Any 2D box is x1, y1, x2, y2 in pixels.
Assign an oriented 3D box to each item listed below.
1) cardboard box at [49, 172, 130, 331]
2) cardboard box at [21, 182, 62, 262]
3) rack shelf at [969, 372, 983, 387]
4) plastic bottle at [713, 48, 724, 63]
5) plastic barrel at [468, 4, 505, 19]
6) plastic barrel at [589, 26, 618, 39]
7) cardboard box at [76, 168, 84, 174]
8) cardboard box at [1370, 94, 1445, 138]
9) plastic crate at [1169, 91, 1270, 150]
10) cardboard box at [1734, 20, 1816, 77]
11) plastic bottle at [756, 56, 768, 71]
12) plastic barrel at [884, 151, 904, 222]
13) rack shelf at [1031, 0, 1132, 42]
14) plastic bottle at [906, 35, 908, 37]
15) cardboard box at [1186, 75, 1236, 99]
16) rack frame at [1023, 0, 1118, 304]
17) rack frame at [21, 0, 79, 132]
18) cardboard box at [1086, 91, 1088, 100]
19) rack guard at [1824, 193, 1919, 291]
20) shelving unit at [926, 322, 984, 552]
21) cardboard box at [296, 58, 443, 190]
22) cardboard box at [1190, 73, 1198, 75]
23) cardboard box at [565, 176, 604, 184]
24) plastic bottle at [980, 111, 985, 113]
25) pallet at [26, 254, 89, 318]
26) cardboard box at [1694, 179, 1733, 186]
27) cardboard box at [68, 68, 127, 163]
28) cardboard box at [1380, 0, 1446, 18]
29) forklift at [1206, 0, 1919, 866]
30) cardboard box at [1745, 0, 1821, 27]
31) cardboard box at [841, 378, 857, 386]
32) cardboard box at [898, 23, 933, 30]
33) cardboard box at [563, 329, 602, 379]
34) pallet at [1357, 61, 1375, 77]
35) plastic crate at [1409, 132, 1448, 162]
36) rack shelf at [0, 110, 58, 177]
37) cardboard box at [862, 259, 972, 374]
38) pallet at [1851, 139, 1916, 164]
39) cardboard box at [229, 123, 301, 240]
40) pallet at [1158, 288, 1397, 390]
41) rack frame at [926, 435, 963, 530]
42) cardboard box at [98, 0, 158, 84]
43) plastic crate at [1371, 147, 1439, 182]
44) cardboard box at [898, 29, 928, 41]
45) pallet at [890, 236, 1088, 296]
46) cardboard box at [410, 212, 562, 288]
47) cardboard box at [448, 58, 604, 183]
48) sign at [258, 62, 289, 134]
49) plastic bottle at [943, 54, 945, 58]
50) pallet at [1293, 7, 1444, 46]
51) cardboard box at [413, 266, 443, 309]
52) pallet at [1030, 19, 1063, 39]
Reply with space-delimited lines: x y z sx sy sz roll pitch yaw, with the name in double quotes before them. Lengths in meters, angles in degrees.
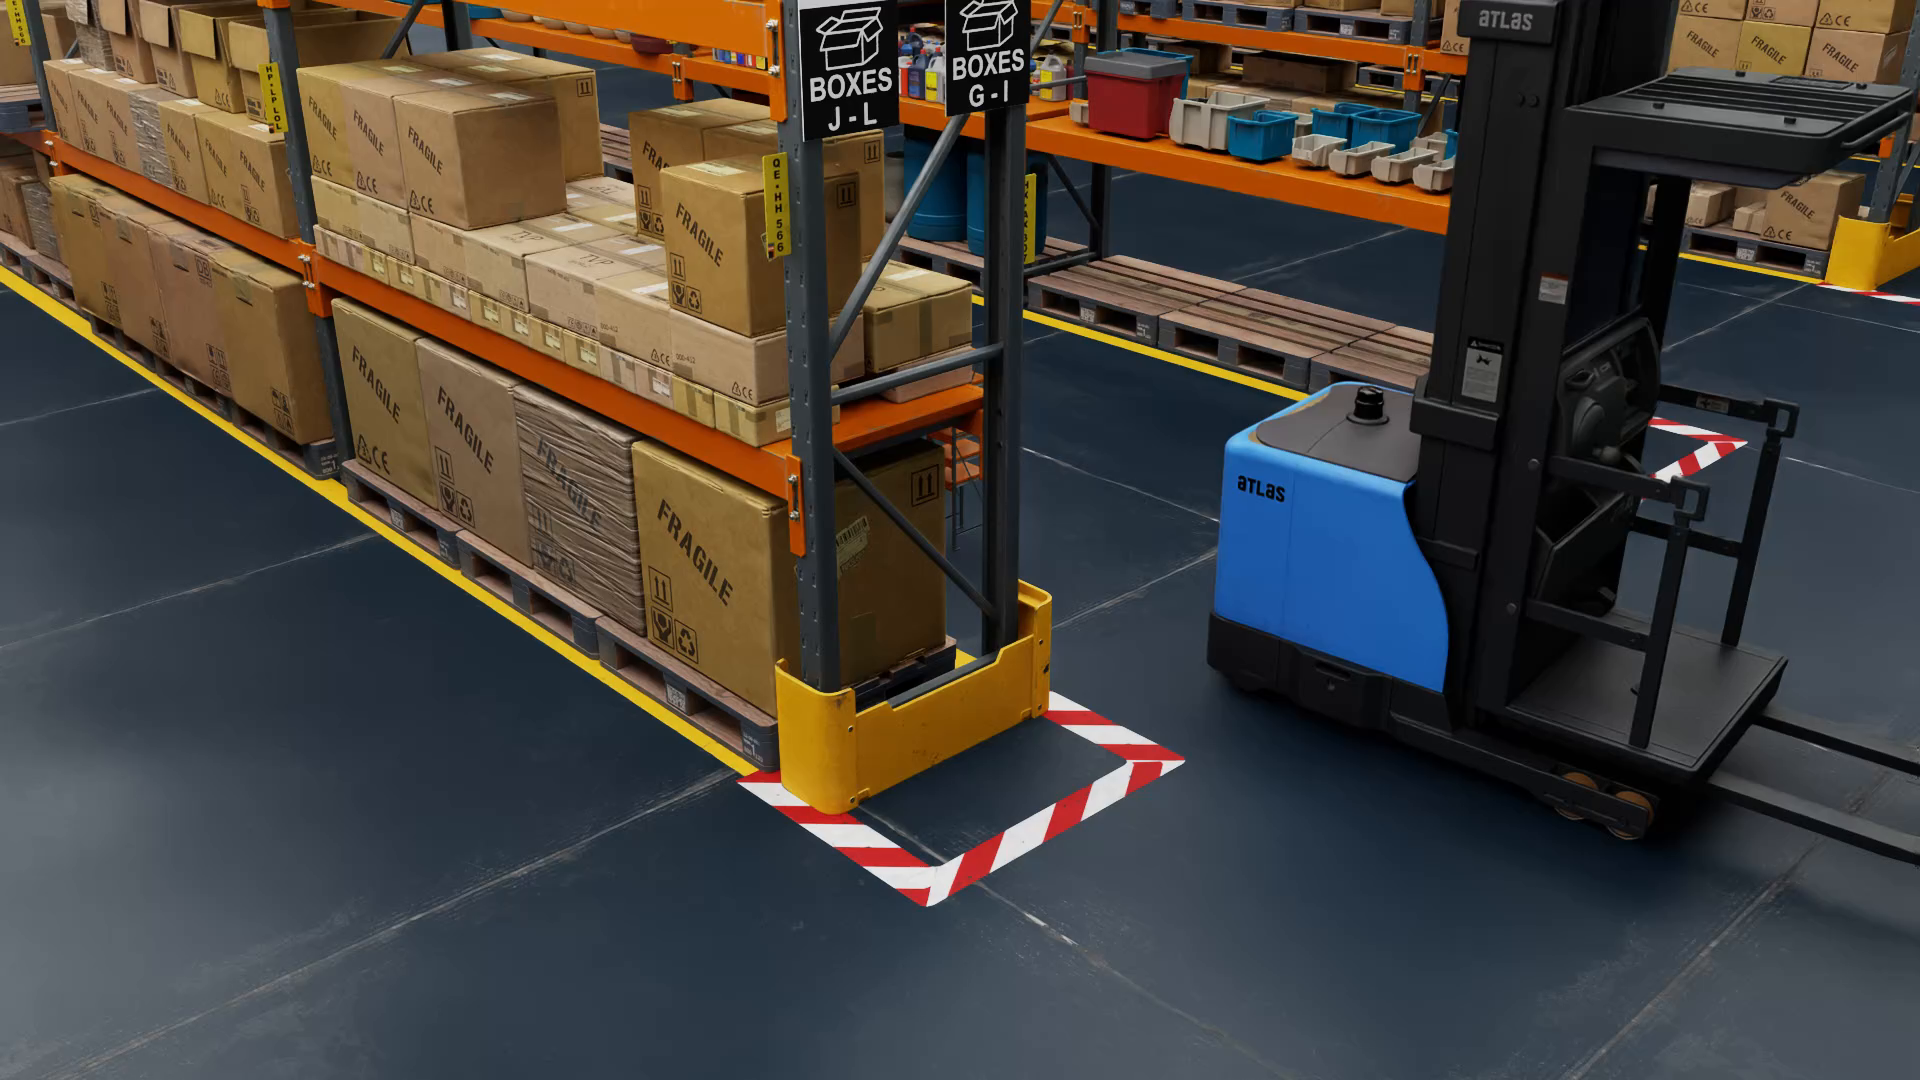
"cardboard box" -5.184 -2.010 11.096 0.875 0.875 1.225 22 32 39
"cardboard box" -6.501 -2.425 12.434 0.500 0.500 0.700 21 32 38
"rack shelf" -0.010 -0.728 7.929 0.258 0.103 0.180 -21 32 -38
"plastic bottle" -1.965 -4.126 13.830 0.152 0.276 0.135 -21 32 -38
"plastic barrel" -4.716 -5.643 16.401 0.600 0.901 0.708 -21 32 -38
"plastic barrel" -3.172 -4.835 15.100 0.421 0.512 0.421 0 25 0
"cardboard box" -6.120 -2.599 11.911 0.500 0.250 0.500 -20 31 -36
"cardboard box" 4.175 -3.876 15.615 0.500 0.500 0.500 22 33 39
"plastic crate" 1.619 -2.652 10.520 0.437 0.282 0.530 -21 32 -38
"cardboard box" 6.200 -3.646 12.508 0.500 0.500 0.500 -21 32 -38
"plastic bottle" -1.590 -3.936 13.404 0.061 0.283 0.133 -21 32 -38
"plastic barrel" -0.455 -2.833 13.339 0.421 0.512 0.421 0 25 0
"rack shelf" 0.227 -6.088 18.848 1.077 0.370 4.000 -21 32 -38
"plastic bottle" -0.438 -3.908 13.344 0.061 0.283 0.133 -21 32 -38
"cardboard box" 2.397 -4.343 16.638 0.500 0.500 0.500 -22 32 -39
"rack frame" 0.709 -3.194 11.637 1.000 3.000 0.127 -21 32 -38
"rack frame" -5.640 -3.000 11.213 1.000 3.000 0.127 -21 32 -38
"cardboard box" 1.056 -4.840 18.052 0.500 0.250 0.500 -20 31 -37
"rack guard" 7.010 -2.272 12.627 1.175 0.500 0.348 -21 32 -38
"shelving unit" -0.010 -0.550 8.011 0.258 1.200 0.189 -21 32 -38
"cardboard box" -2.765 -1.979 7.893 0.500 0.500 0.500 -21 32 -38
"cardboard box" 2.404 -4.656 17.323 0.500 0.500 0.500 -20 31 -37
"cardboard box" -2.057 -1.640 8.054 0.500 0.250 0.500 -20 31 -37
"plastic bottle" 0.204 -3.165 11.723 0.152 0.276 0.135 -21 32 -38
"pallet" -6.173 -1.969 12.312 1.003 0.211 1.213 -21 32 -38
"cardboard box" 6.214 -2.883 13.739 0.500 0.250 0.500 -21 32 -38
"cardboard box" -5.152 -2.666 10.359 0.500 0.500 0.500 -22 33 -40
"cardboard box" 4.167 -5.041 15.060 0.500 0.500 0.700 12 27 25
"forklift" 2.485 -0.516 5.849 3.031 2.935 1.130 19 31 36
"cardboard box" 6.211 -4.096 12.289 0.500 0.500 0.500 -20 31 -37
"cardboard box" -0.350 -0.741 6.563 0.380 0.149 0.250 -22 32 -39
"cardboard box" -0.654 -6.175 20.304 0.500 0.311 0.500 -21 32 -38
"cardboard box" -1.355 -0.786 6.661 0.380 0.149 0.250 -22 33 -40
"pallet" 4.674 -6.185 21.552 1.003 0.211 1.213 -21 32 -38
"plastic crate" 2.892 -2.384 10.106 0.250 0.136 0.298 -21 32 -38
"rack shelf" -7.007 -3.279 12.691 1.077 0.370 4.000 -21 32 -38
"cardboard box" -0.303 -0.866 6.356 0.500 0.250 0.500 -22 33 -40
"pallet" 9.242 -4.113 17.012 1.003 0.211 1.213 -21 32 -38
"cardboard box" -3.425 -1.898 8.677 0.500 0.500 0.500 -21 32 -38
"pallet" 2.078 -1.344 10.941 1.003 0.211 1.213 -21 32 -38
"rack frame" -0.072 -0.578 8.071 0.240 1.200 0.006 -21 32 -38
"cardboard box" -4.709 -3.078 10.054 0.797 0.503 0.637 -20 31 -37
"plastic crate" 2.566 -2.177 9.653 0.396 0.136 0.243 -21 32 -38
"cardboard box" -0.701 -5.868 19.629 0.500 0.311 0.500 -22 32 -39
"pallet" 0.212 -2.171 12.754 1.003 0.211 1.213 -21 32 -38
"cardboard box" -2.082 -1.332 7.377 0.500 0.250 0.500 -20 31 -37
"cardboard box" -2.057 -1.981 7.896 0.500 0.500 0.500 -21 32 -38
"sign" -3.295 -2.122 7.989 0.100 0.325 0.005 -21 32 -38
"plastic bottle" -0.073 -3.623 12.727 0.152 0.276 0.135 -21 32 -38
"pallet" 3.861 -4.783 15.353 1.003 0.211 1.213 -21 32 -38
"cardboard box" -2.231 -1.175 7.513 0.380 0.149 0.250 -22 32 -39
"pallet" 1.150 -7.722 24.923 1.003 0.211 1.213 -21 32 -38
